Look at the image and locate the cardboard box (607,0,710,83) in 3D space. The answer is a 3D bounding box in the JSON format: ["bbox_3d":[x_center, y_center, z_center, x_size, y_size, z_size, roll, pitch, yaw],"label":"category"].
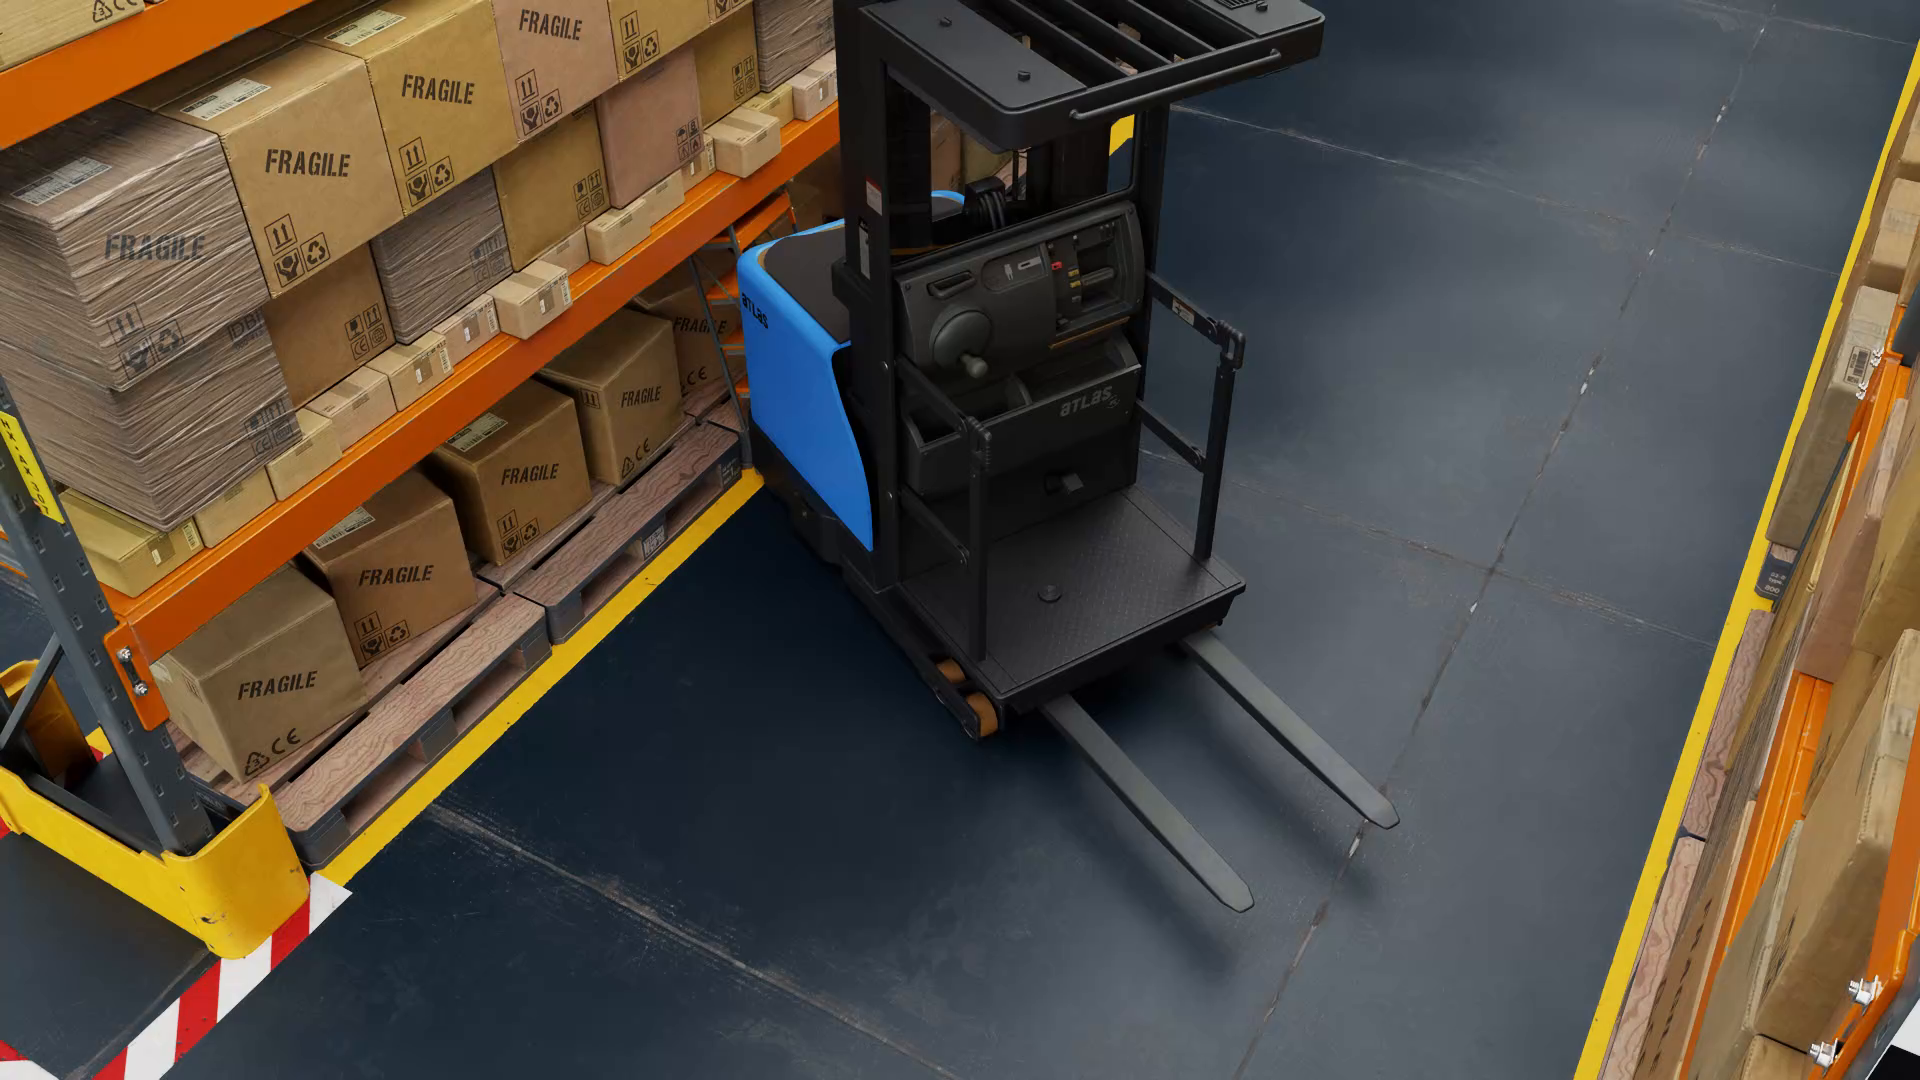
[{"bbox_3d":[-1.216,-1.926,5.610,0.500,0.500,0.500,21,45,22],"label":"cardboard box"}]

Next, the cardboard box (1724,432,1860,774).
[{"bbox_3d":[3.140,0.352,5.370,0.875,0.875,0.875,22,46,23],"label":"cardboard box"}]

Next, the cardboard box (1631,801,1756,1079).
[{"bbox_3d":[2.234,1.390,4.191,0.875,0.875,0.875,20,45,21],"label":"cardboard box"}]

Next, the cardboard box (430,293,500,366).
[{"bbox_3d":[-1.761,-0.741,5.512,0.380,0.149,0.250,21,45,22],"label":"cardboard box"}]

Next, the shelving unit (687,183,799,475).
[{"bbox_3d":[-0.803,-0.919,6.917,0.258,1.200,0.503,0,32,23],"label":"shelving unit"}]

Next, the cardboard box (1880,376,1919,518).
[{"bbox_3d":[2.737,-0.269,3.855,0.875,0.550,0.550,21,45,22],"label":"cardboard box"}]

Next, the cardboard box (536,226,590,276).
[{"bbox_3d":[-1.536,-1.037,5.847,0.380,0.149,0.250,21,45,22],"label":"cardboard box"}]

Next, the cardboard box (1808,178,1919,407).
[{"bbox_3d":[4.234,-0.873,6.856,1.050,0.750,0.750,21,45,22],"label":"cardboard box"}]

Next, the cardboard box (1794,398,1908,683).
[{"bbox_3d":[2.713,0.127,4.223,0.875,0.550,0.550,21,45,22],"label":"cardboard box"}]

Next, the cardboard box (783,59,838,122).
[{"bbox_3d":[-0.715,-1.868,6.791,0.380,0.149,0.250,21,45,22],"label":"cardboard box"}]

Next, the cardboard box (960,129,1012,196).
[{"bbox_3d":[-0.148,-2.160,8.492,0.700,0.500,0.500,21,45,22],"label":"cardboard box"}]

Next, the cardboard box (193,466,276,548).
[{"bbox_3d":[-2.240,-0.160,4.852,0.380,0.149,0.250,21,45,22],"label":"cardboard box"}]

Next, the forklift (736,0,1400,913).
[{"bbox_3d":[0.335,-0.750,5.383,1.130,2.935,3.031,-23,46,-24],"label":"forklift"}]

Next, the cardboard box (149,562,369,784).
[{"bbox_3d":[-2.403,0.395,5.605,0.500,0.500,0.500,30,49,29],"label":"cardboard box"}]

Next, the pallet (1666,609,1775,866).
[{"bbox_3d":[3.067,0.832,5.646,1.003,0.211,1.213,21,45,22],"label":"pallet"}]

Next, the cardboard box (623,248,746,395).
[{"bbox_3d":[-1.243,-0.996,7.185,0.500,0.500,0.500,-30,50,-30],"label":"cardboard box"}]

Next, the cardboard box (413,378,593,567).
[{"bbox_3d":[-1.804,-0.310,6.406,0.500,0.500,0.500,25,47,26],"label":"cardboard box"}]

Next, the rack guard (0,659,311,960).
[{"bbox_3d":[-2.692,0.861,5.394,1.175,0.500,0.348,21,45,22],"label":"rack guard"}]

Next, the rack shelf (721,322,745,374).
[{"bbox_3d":[-0.788,-0.863,6.950,0.258,0.148,0.480,0,32,23],"label":"rack shelf"}]

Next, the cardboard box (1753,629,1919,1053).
[{"bbox_3d":[1.928,0.658,2.802,0.875,0.550,0.550,21,45,22],"label":"cardboard box"}]

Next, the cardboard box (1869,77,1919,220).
[{"bbox_3d":[5.134,-1.907,8.031,1.050,0.750,0.750,20,45,22],"label":"cardboard box"}]

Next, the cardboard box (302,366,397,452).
[{"bbox_3d":[-1.994,-0.448,5.179,0.380,0.149,0.250,21,45,22],"label":"cardboard box"}]

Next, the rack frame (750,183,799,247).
[{"bbox_3d":[-0.722,-1.050,7.106,0.240,1.200,0.015,0,32,23],"label":"rack frame"}]

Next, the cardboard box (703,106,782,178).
[{"bbox_3d":[-0.921,-1.565,6.447,0.380,0.149,0.250,21,45,22],"label":"cardboard box"}]

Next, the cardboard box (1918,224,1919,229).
[{"bbox_3d":[3.798,-1.338,5.924,0.500,0.500,0.500,20,45,22],"label":"cardboard box"}]

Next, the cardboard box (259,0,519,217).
[{"bbox_3d":[-1.714,-1.353,4.959,0.500,0.500,0.500,21,45,22],"label":"cardboard box"}]

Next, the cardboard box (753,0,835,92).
[{"bbox_3d":[-1.007,-2.234,6.717,0.875,0.500,0.500,21,45,22],"label":"cardboard box"}]

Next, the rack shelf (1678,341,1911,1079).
[{"bbox_3d":[2.514,0.790,4.127,1.077,0.370,4.000,21,45,22],"label":"rack shelf"}]

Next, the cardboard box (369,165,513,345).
[{"bbox_3d":[-1.997,-1.086,5.413,0.875,0.500,0.500,21,45,22],"label":"cardboard box"}]

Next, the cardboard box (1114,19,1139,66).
[{"bbox_3d":[0.689,-3.126,9.589,0.700,0.500,0.500,17,44,19],"label":"cardboard box"}]

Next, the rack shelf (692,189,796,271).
[{"bbox_3d":[-0.888,-1.251,6.724,0.258,0.148,0.480,0,32,23],"label":"rack shelf"}]

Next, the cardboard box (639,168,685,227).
[{"bbox_3d":[-1.250,-1.309,6.157,0.380,0.149,0.250,21,45,22],"label":"cardboard box"}]

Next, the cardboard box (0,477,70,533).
[{"bbox_3d":[-2.766,-0.170,4.864,0.380,0.149,0.250,21,45,22],"label":"cardboard box"}]

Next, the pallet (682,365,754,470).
[{"bbox_3d":[-1.034,-0.880,7.589,1.003,0.211,1.213,21,45,22],"label":"pallet"}]

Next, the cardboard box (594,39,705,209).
[{"bbox_3d":[-1.451,-1.640,6.042,0.875,0.500,0.500,21,45,22],"label":"cardboard box"}]

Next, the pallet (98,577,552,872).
[{"bbox_3d":[-2.255,0.516,6.004,1.003,0.211,1.213,21,45,22],"label":"pallet"}]

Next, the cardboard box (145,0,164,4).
[{"bbox_3d":[-2.013,-1.590,4.130,0.500,0.250,0.500,20,45,21],"label":"cardboard box"}]

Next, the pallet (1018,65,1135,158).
[{"bbox_3d":[0.269,-2.422,9.341,1.003,0.211,1.213,21,45,22],"label":"pallet"}]

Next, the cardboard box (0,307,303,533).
[{"bbox_3d":[-2.431,-0.488,4.734,0.875,0.500,0.500,21,45,22],"label":"cardboard box"}]

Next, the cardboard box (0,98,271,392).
[{"bbox_3d":[-2.219,-0.782,4.312,0.500,0.500,0.500,21,45,22],"label":"cardboard box"}]

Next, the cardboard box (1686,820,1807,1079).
[{"bbox_3d":[1.916,1.059,3.164,0.875,0.550,0.550,21,45,22],"label":"cardboard box"}]

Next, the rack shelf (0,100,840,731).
[{"bbox_3d":[-1.729,-0.908,6.056,1.077,0.370,4.000,21,45,22],"label":"rack shelf"}]

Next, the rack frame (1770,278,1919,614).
[{"bbox_3d":[3.515,-0.624,5.189,1.000,3.000,0.127,21,45,22],"label":"rack frame"}]

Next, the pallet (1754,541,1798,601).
[{"bbox_3d":[3.836,-0.044,6.640,1.003,0.211,1.213,21,45,22],"label":"pallet"}]
